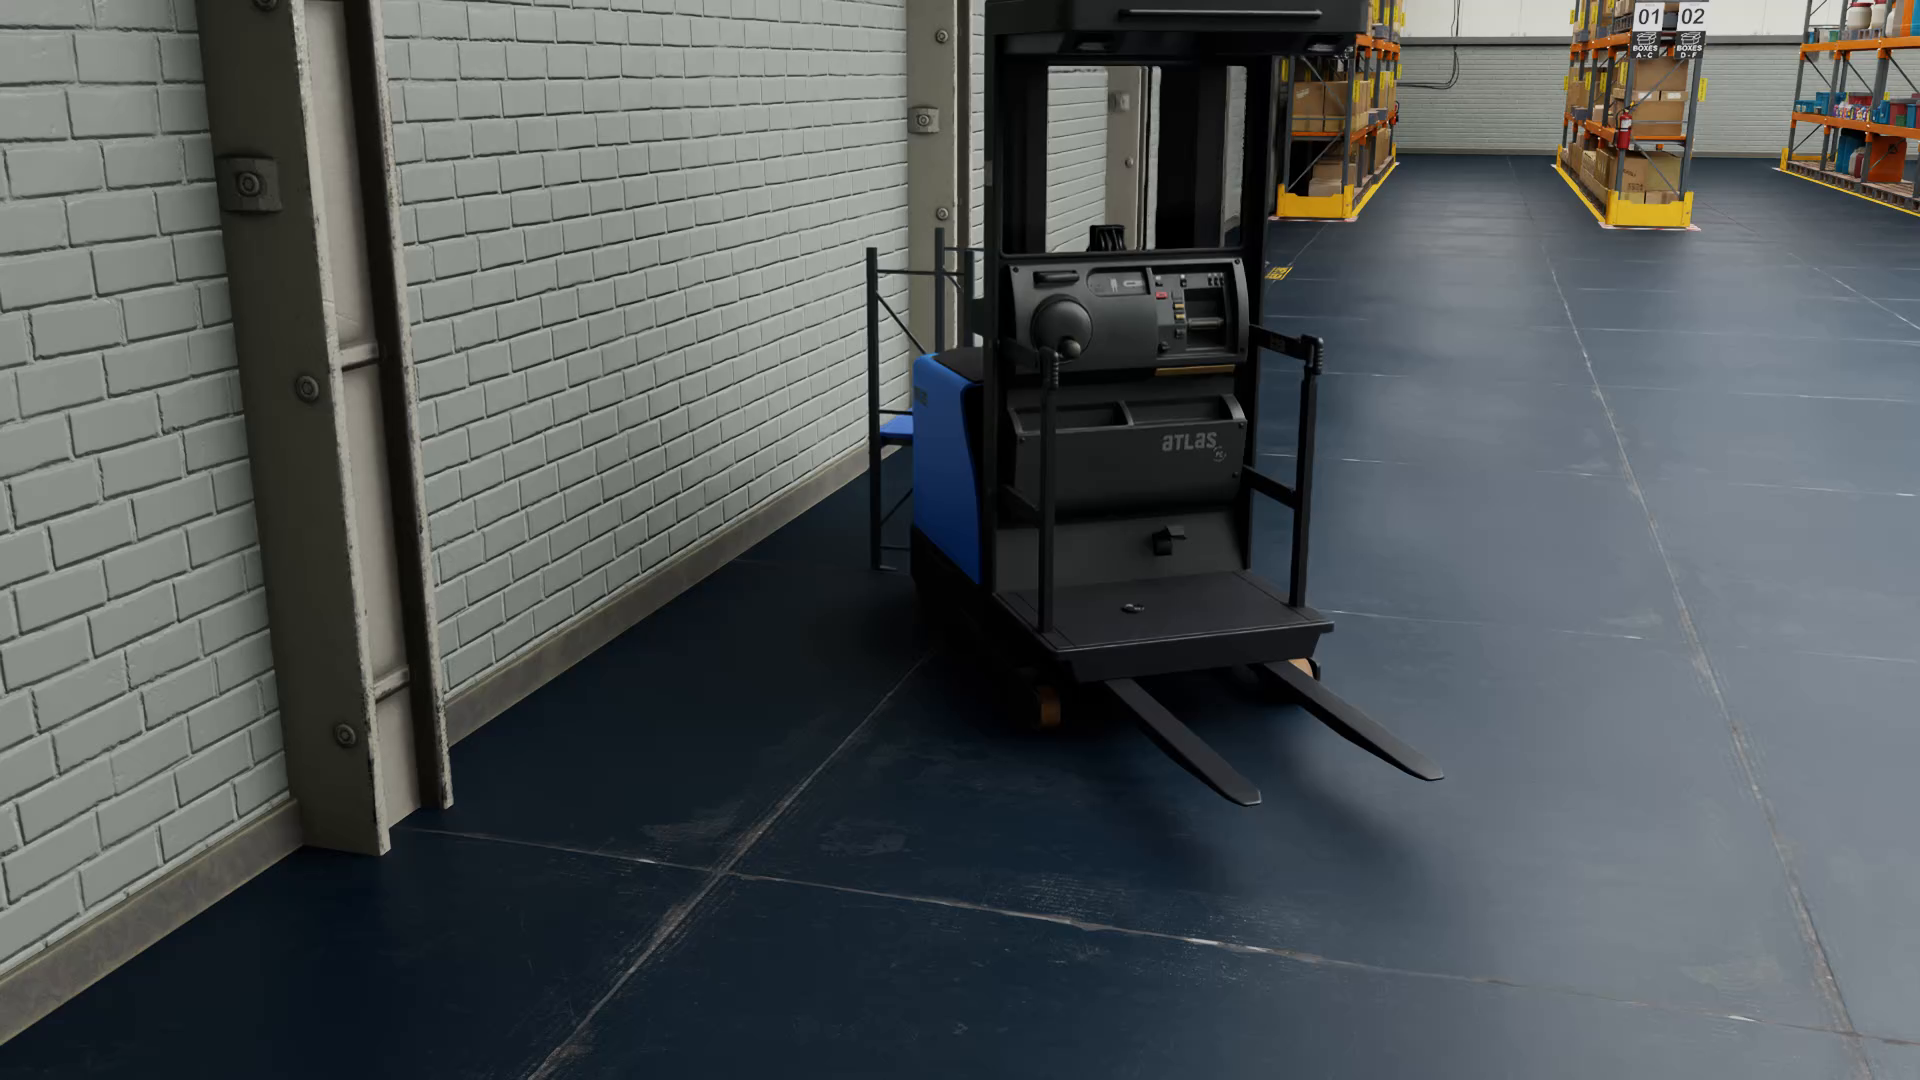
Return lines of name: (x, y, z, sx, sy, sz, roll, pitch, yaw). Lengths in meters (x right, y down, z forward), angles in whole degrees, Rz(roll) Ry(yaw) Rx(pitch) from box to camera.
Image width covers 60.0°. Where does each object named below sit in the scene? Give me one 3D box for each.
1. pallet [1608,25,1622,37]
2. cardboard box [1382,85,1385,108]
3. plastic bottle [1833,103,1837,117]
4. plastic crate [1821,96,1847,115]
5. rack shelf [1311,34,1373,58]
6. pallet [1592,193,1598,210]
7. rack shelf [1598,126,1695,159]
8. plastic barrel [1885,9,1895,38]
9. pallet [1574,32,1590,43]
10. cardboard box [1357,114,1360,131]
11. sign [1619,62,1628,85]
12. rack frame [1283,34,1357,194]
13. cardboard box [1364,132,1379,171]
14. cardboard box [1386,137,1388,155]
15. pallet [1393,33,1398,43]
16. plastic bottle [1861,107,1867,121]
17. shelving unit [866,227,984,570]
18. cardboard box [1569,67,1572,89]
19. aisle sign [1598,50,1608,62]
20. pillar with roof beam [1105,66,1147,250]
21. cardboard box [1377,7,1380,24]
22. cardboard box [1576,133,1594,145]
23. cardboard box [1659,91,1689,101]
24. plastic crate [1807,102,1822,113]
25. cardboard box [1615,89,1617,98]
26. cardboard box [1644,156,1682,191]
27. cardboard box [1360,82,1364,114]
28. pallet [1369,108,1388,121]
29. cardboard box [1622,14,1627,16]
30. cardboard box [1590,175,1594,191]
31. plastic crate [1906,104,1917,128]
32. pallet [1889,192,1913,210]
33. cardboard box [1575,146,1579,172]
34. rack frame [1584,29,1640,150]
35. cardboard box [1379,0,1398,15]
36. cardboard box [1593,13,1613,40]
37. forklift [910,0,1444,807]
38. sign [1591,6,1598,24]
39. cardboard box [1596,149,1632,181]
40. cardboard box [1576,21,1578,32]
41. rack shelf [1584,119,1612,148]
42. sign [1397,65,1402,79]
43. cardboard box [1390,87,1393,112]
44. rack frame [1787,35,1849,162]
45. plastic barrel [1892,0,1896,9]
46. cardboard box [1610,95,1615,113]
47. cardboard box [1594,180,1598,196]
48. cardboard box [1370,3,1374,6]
pallet: (11.747, -8.834, 28.830, 0.805, 0.209, 1.217, 4, 16, 14)
cardboard box: (8.578, -9.255, 34.695, 0.500, 0.500, 0.500, 5, 16, 16)
plastic bottle: (18.017, -8.840, 34.212, 0.061, 0.283, 0.133, 5, 16, 16)
plastic crate: (18.336, -9.128, 34.935, 0.392, 0.384, 0.575, 5, 16, 16)
rack shelf: (6.190, -8.208, 27.591, 1.077, 0.370, 4.000, 5, 16, 16)
pallet: (11.242, -5.705, 28.054, 1.003, 0.211, 1.213, 5, 16, 16)
rack shelf: (10.940, -6.381, 26.649, 1.077, 0.370, 4.000, 5, 16, 16)
plastic barrel: (17.011, -9.352, 30.101, 0.421, 0.512, 0.421, 0, 16, 0)
pallet: (13.529, -10.531, 34.809, 1.213, 0.211, 1.003, 5, 16, 16)
cardboard box: (6.198, -6.765, 26.921, 0.500, 0.250, 0.500, 4, 16, 14)
sign: (9.856, -6.921, 24.677, 0.100, 0.325, 0.005, 5, 16, 16)
rack frame: (5.621, -6.588, 26.057, 1.000, 3.000, 0.127, 5, 16, 16)
cardboard box: (8.230, -8.031, 34.315, 0.750, 0.750, 0.750, 4, 16, 15)
cardboard box: (9.781, -9.320, 39.501, 0.700, 0.500, 0.500, 4, 16, 14)
pallet: (9.623, -11.659, 38.602, 1.003, 0.211, 1.213, 5, 16, 16)
plastic bottle: (17.270, -8.129, 31.729, 0.097, 0.271, 0.097, 0, 16, 0)
shelving unit: (-0.030, -0.705, 8.067, 0.538, 1.500, 1.048, 5, 16, 16)
cardboard box: (14.399, -10.686, 38.493, 0.500, 0.500, 0.500, 5, 17, 16)
aisle sign: (15.232, -11.635, 39.089, 0.394, 0.787, 0.004, 5, 16, 16)
pillar with roof beam: (5.708, -6.251, 13.875, 9.100, 9.000, 0.400, 5, 16, 16)
cardboard box: (8.580, -11.057, 35.330, 0.700, 0.500, 0.500, 4, 16, 15)
cardboard box: (13.127, -8.344, 34.652, 0.500, 0.250, 0.500, 5, 16, 16)
cardboard box: (10.690, -6.650, 24.907, 0.380, 0.149, 0.250, 5, 16, 15)
plastic crate: (18.822, -9.492, 36.493, 0.416, 0.233, 0.300, 5, 16, 16)
cardboard box: (11.104, -7.422, 27.629, 0.380, 0.149, 0.250, 4, 16, 14)
cardboard box: (10.878, -5.698, 25.818, 0.500, 0.500, 0.500, 5, 16, 16)
cardboard box: (6.348, -7.251, 27.259, 0.500, 0.500, 0.500, 4, 16, 14)
pallet: (7.794, -8.394, 32.776, 1.213, 0.211, 1.003, 5, 16, 16)
cardboard box: (10.920, -8.592, 26.412, 0.797, 0.503, 0.637, 7, 17, 22)
cardboard box: (11.348, -6.261, 29.176, 0.500, 0.250, 0.500, 4, 16, 15)
plastic crate: (16.272, -7.171, 28.143, 0.392, 0.384, 0.575, 5, 16, 16)
pallet: (16.443, -5.733, 28.154, 1.003, 0.211, 1.213, 5, 16, 16)
cardboard box: (12.977, -7.842, 34.256, 0.500, 0.500, 0.500, 4, 16, 14)
rack frame: (12.645, -8.297, 32.086, 1.000, 3.000, 0.127, 5, 16, 16)
cardboard box: (9.503, -11.874, 37.145, 0.500, 0.500, 0.500, 4, 16, 15)
cardboard box: (12.737, -9.905, 32.074, 0.910, 0.500, 0.500, 5, 16, 16)
forklift: (0.695, -0.851, 5.958, 1.130, 2.935, 3.031, -5, 17, -16)
sign: (12.126, -10.032, 31.756, 0.100, 0.325, 0.005, 5, 16, 16)
cardboard box: (10.942, -6.262, 27.806, 0.500, 0.500, 0.500, 5, 16, 16)
cardboard box: (14.238, -11.626, 37.683, 0.500, 0.250, 0.500, 5, 16, 16)
rack shelf: (12.077, -7.428, 30.339, 1.077, 0.370, 4.000, 5, 16, 16)
sign: (10.685, -11.399, 40.464, 0.100, 0.325, 0.005, 5, 16, 16)
cardboard box: (9.611, -10.394, 38.927, 0.980, 0.700, 0.700, 4, 16, 13)
rack frame: (19.667, -10.005, 38.107, 1.000, 3.000, 0.127, 5, 16, 16)
plastic barrel: (17.558, -9.912, 30.725, 0.600, 0.830, 0.708, 5, 16, 16)
cardboard box: (12.034, -7.767, 30.034, 0.500, 0.500, 0.500, 5, 16, 16)
cardboard box: (10.939, -5.902, 27.909, 0.500, 0.250, 0.500, 5, 16, 16)
cardboard box: (6.876, -9.464, 28.648, 0.500, 0.500, 0.500, 3, 16, 11)
